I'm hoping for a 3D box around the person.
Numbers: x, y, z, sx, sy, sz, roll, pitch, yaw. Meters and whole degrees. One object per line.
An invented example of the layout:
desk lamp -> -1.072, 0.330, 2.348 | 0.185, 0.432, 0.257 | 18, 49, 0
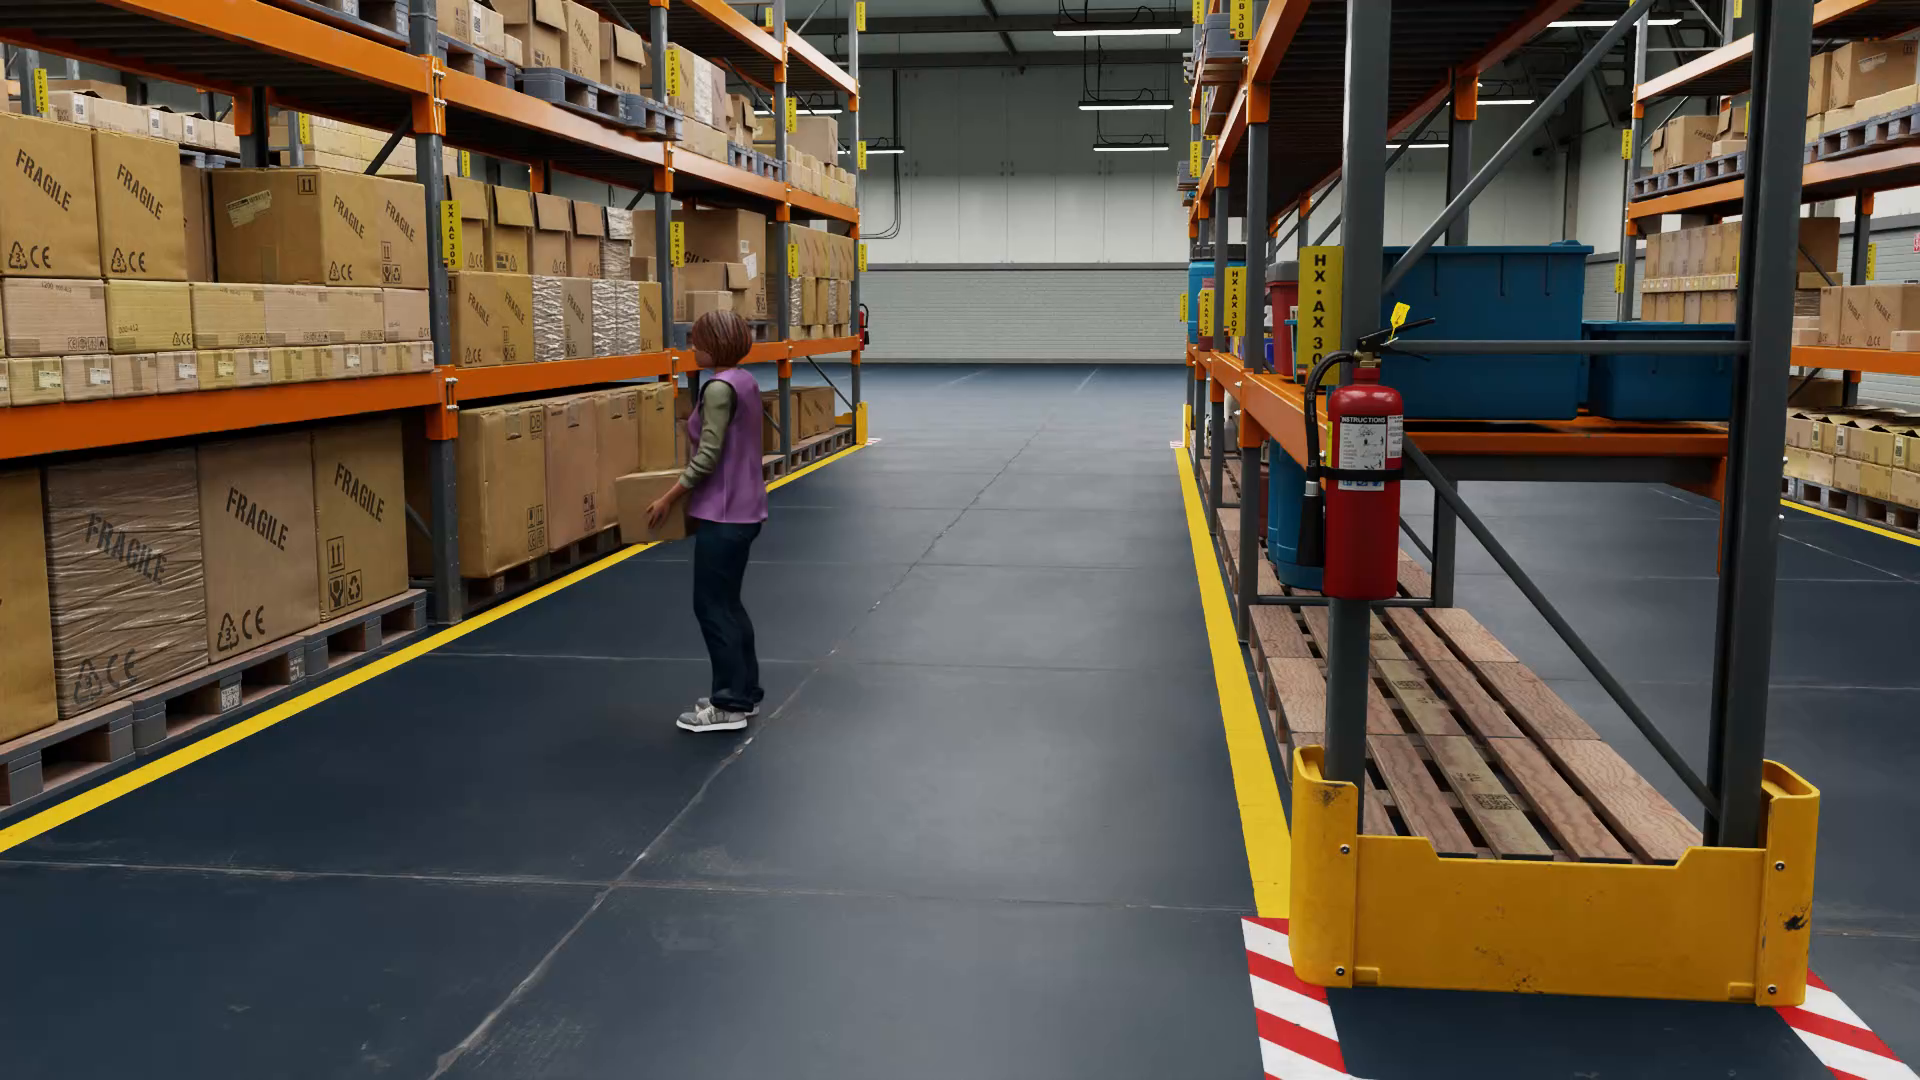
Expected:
person -> -0.958, -0.078, 6.372 | 0.436, 1.603, 0.443 | 1, 8, 6
